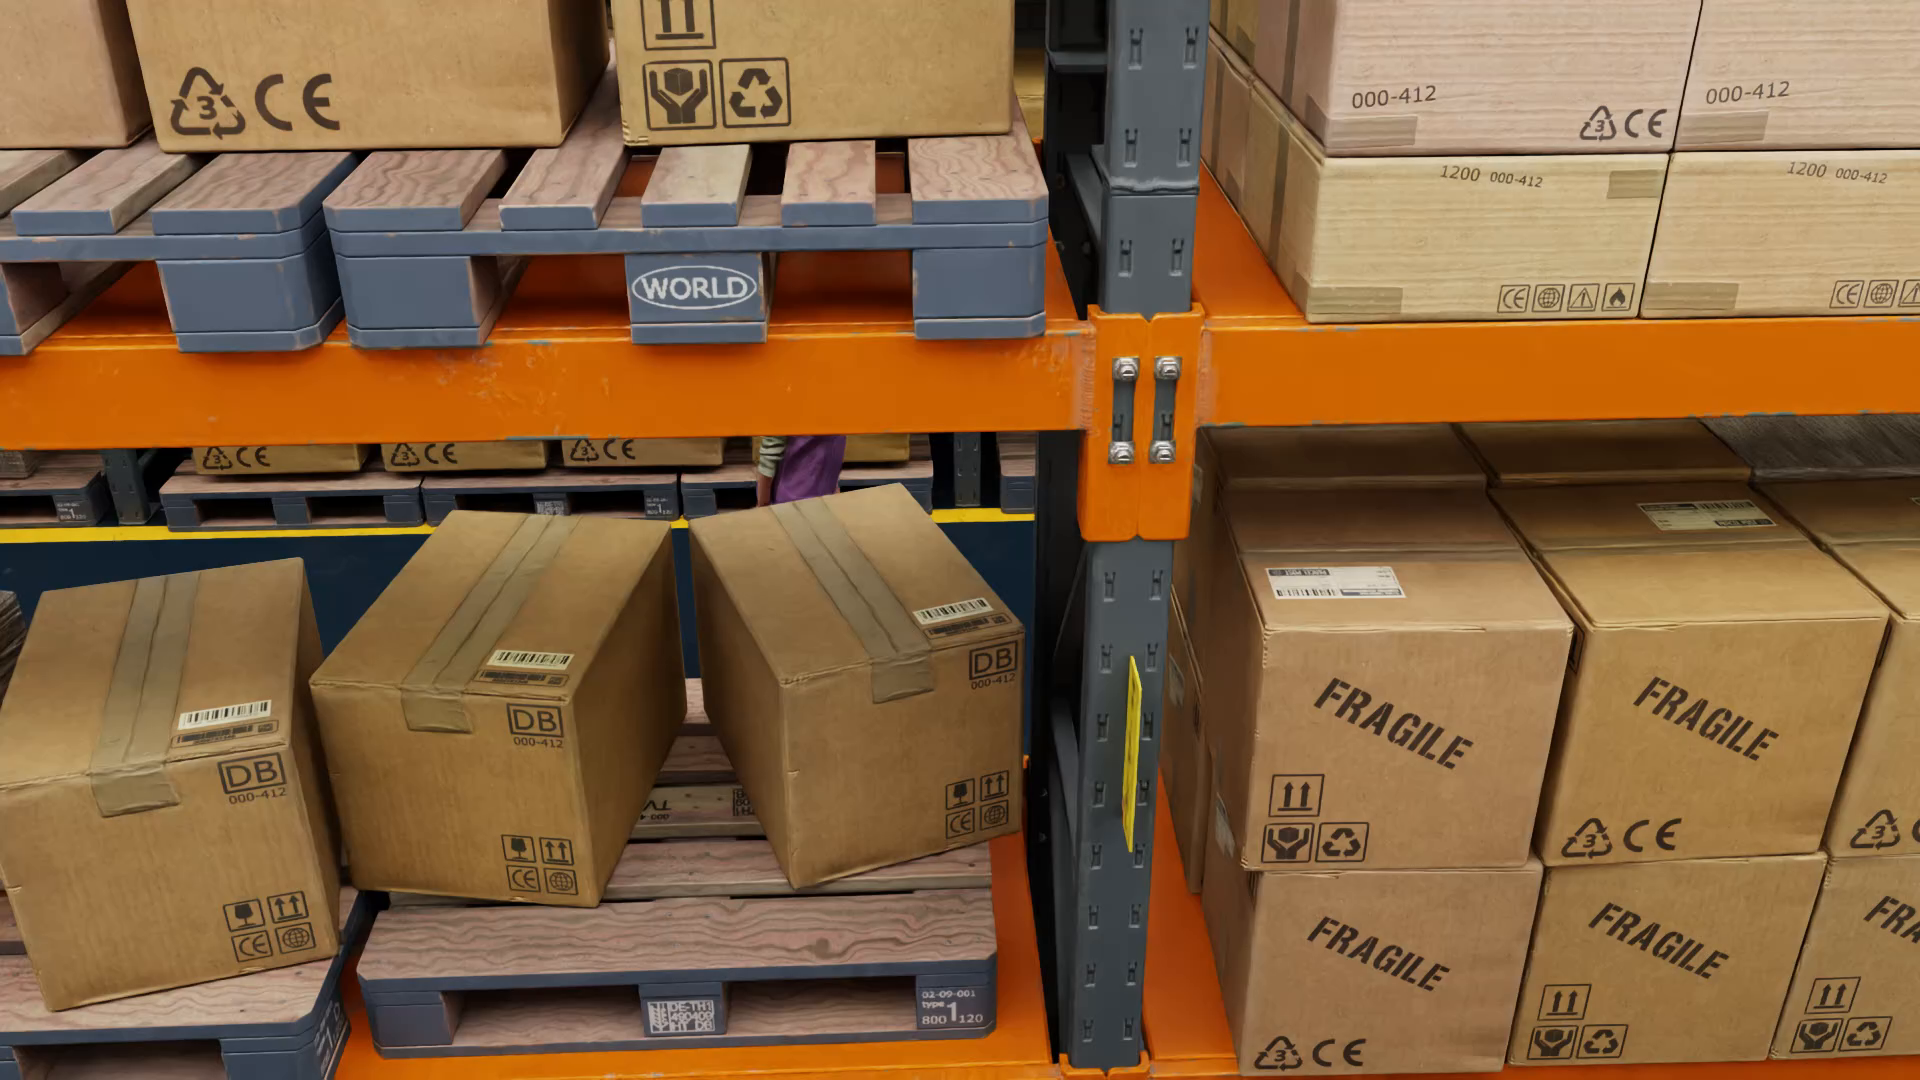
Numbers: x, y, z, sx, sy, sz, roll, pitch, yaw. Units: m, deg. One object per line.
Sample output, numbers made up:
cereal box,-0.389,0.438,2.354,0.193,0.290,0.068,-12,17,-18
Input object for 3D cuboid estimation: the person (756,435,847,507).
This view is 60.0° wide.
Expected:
person,-0.634,-0.165,6.424,0.510,1.593,0.443,7,29,13
